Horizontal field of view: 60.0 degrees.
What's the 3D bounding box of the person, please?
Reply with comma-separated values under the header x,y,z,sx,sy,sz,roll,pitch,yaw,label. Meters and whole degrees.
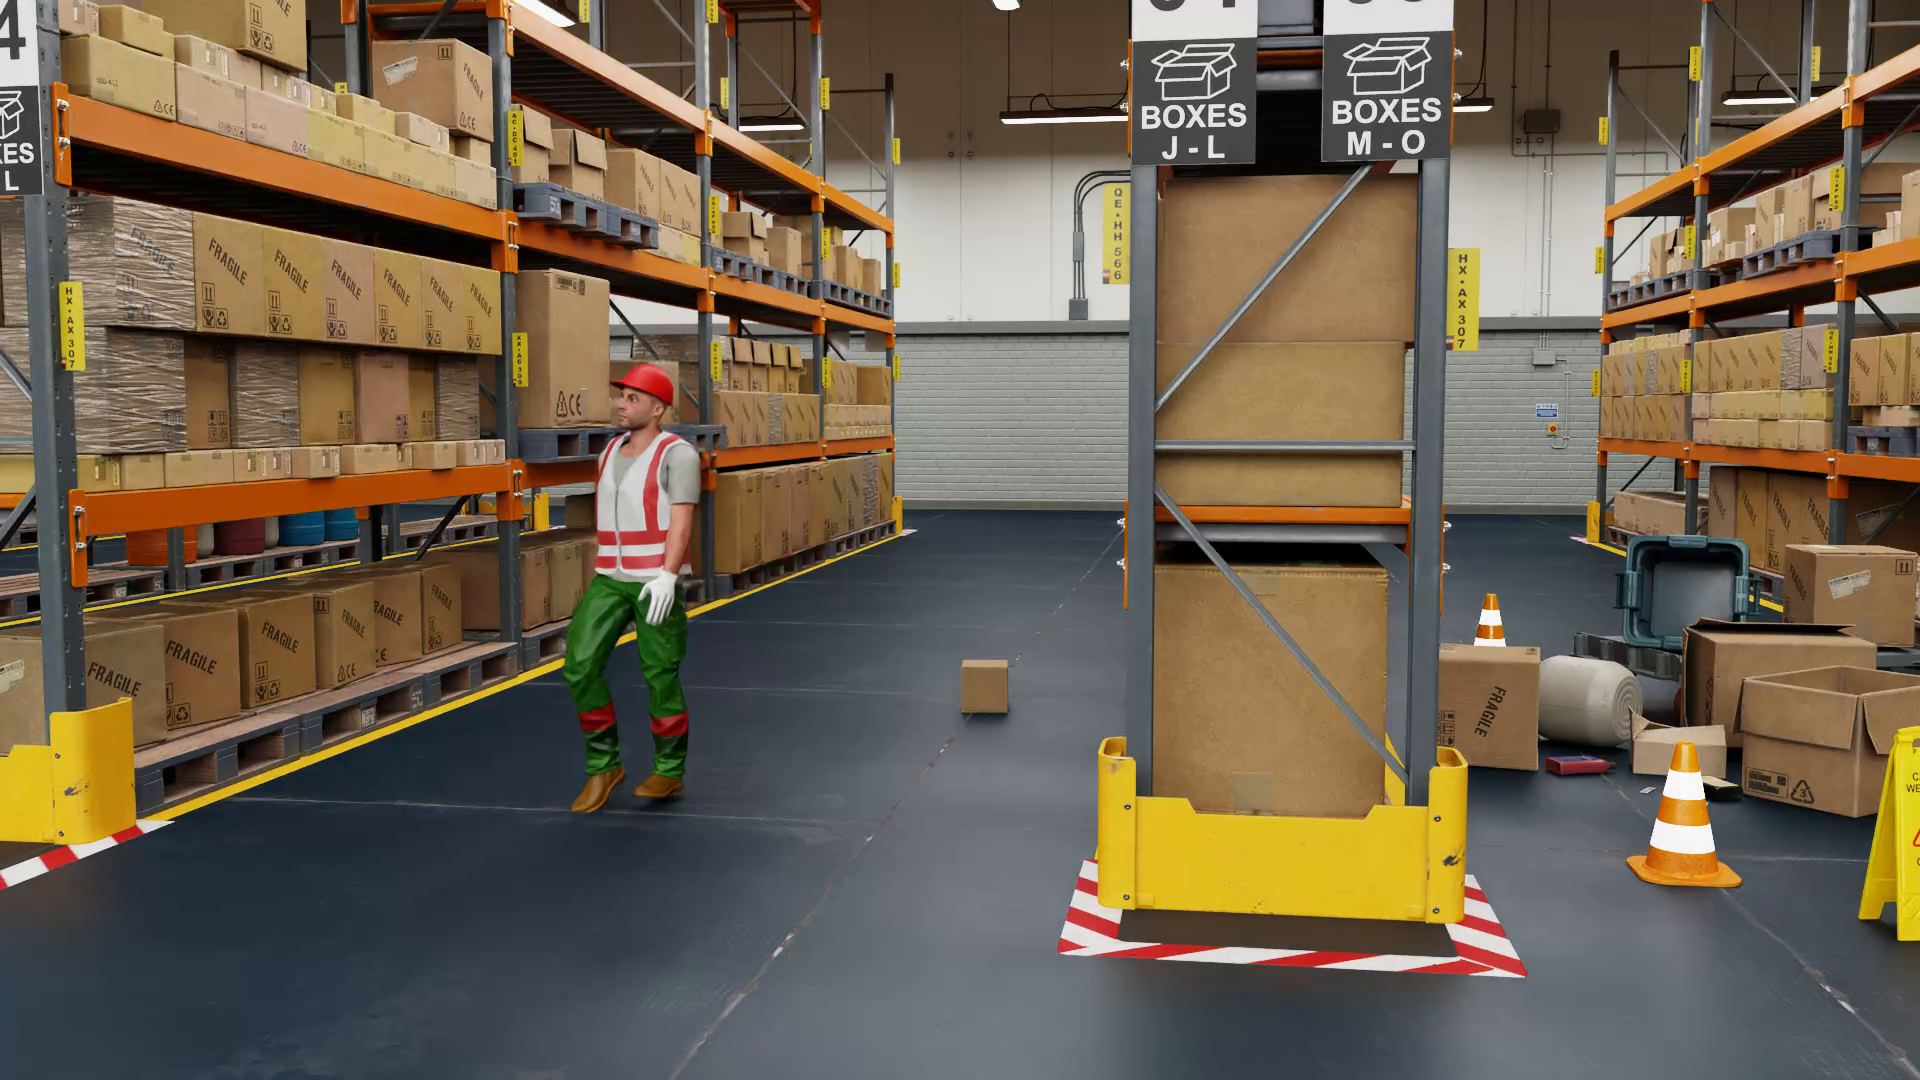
x,y,z,sx,sy,sz,roll,pitch,yaw,label
-1.312,0.202,6.752,0.529,1.829,0.491,2,5,26,person
